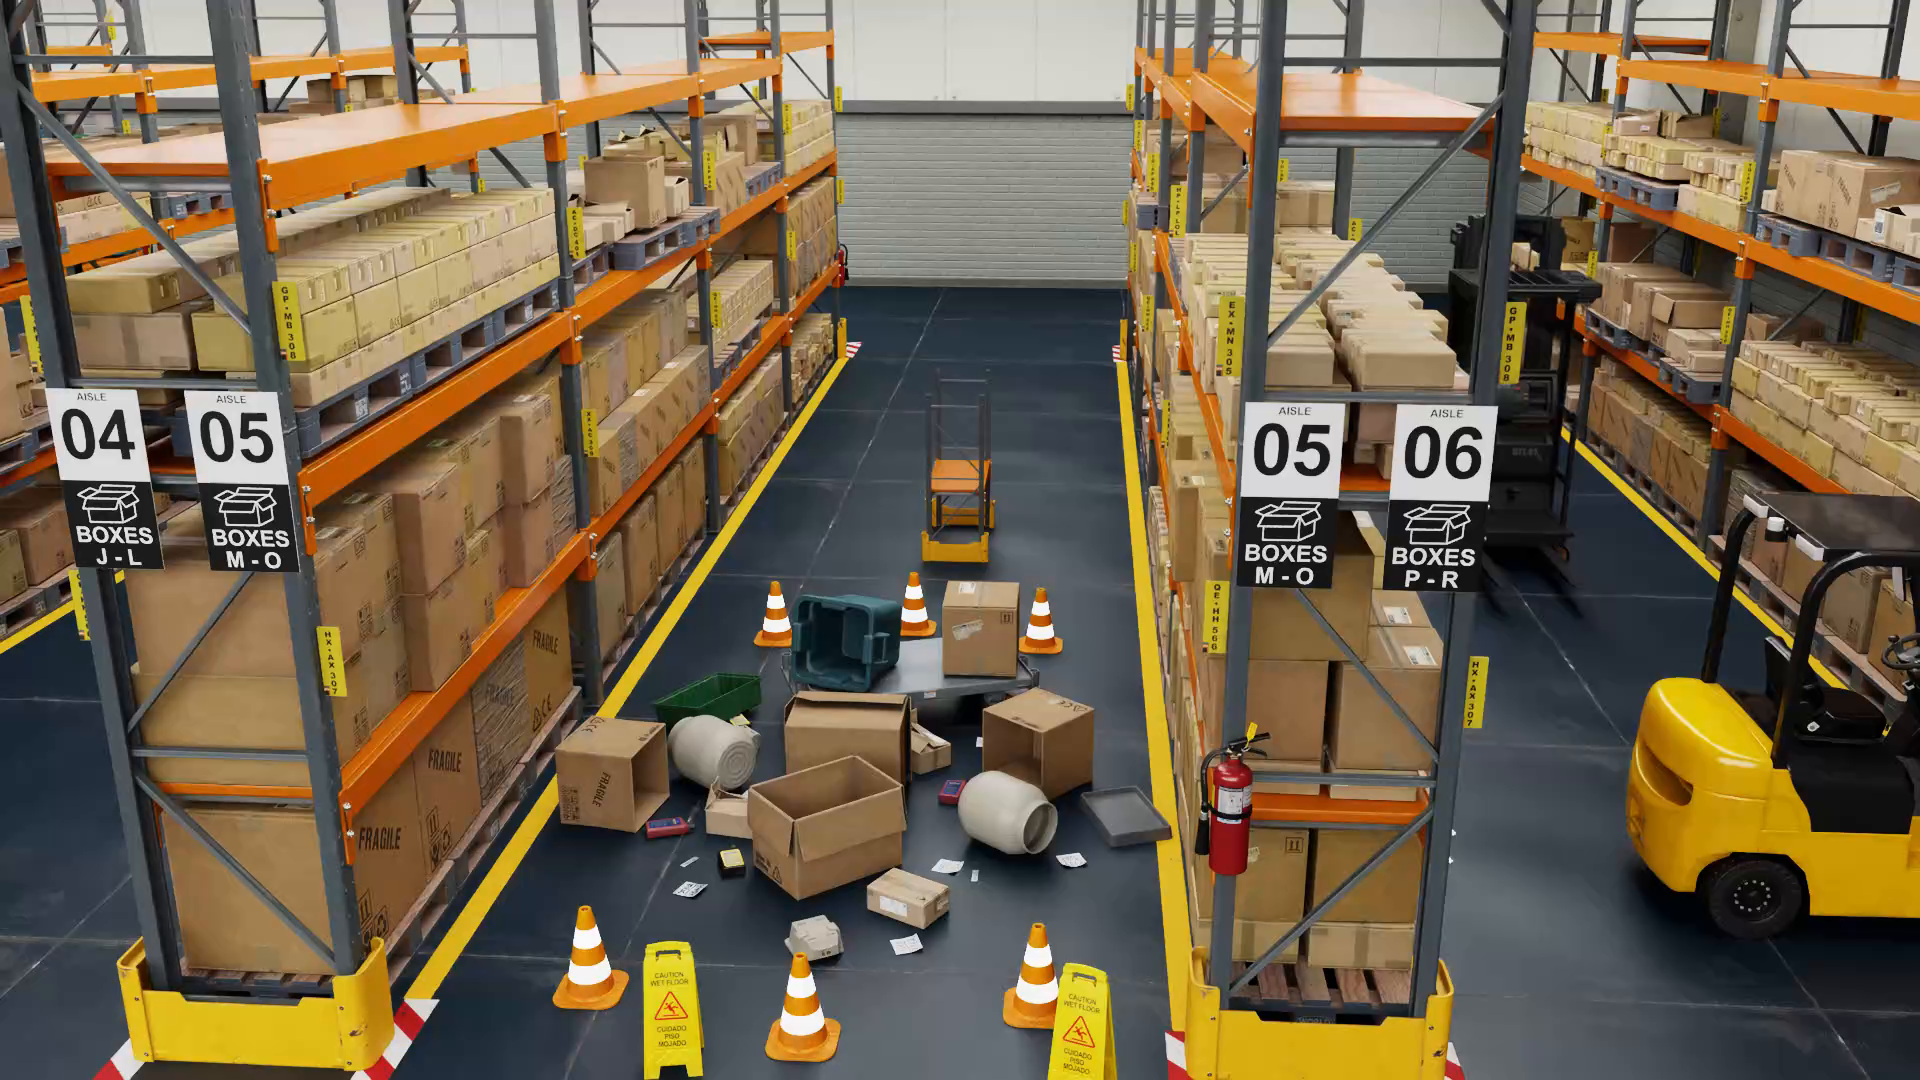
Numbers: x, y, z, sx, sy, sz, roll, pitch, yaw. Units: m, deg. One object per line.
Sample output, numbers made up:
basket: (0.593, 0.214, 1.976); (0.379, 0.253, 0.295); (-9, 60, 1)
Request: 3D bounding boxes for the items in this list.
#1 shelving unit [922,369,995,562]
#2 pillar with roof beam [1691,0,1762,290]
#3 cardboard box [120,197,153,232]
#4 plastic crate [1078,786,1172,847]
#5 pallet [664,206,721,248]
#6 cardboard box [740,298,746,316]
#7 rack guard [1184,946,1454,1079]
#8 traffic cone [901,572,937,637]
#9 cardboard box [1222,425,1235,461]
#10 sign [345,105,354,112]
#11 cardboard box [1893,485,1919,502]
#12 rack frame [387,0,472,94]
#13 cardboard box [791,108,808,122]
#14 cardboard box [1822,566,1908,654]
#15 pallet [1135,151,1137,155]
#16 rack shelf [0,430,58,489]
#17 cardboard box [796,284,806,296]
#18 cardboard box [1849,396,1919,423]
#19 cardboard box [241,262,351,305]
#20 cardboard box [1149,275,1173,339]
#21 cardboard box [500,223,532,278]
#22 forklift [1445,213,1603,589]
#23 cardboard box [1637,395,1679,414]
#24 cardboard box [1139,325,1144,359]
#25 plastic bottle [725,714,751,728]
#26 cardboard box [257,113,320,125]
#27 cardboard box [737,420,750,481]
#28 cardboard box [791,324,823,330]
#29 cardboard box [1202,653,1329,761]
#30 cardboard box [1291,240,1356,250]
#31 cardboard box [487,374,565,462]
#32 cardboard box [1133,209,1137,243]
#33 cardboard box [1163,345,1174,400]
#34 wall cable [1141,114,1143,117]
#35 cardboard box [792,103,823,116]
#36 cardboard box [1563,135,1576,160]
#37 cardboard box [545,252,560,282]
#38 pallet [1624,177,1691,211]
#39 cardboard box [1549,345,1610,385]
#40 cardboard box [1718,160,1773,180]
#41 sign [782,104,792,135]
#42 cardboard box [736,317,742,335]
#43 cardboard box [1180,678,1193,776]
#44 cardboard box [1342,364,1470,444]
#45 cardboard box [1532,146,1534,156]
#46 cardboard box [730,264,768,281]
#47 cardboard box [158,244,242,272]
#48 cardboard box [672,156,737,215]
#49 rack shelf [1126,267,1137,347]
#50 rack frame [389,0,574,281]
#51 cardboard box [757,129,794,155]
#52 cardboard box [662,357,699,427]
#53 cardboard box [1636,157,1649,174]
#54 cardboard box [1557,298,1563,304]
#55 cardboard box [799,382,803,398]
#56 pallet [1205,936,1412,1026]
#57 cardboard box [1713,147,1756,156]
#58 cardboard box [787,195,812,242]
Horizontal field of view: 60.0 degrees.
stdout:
shelving unit: (-0.005, -0.689, 14.944); (0.587, 1.500, 1.083); (1, 18, 4)
pillar with roof beam: (4.105, -5.713, 18.233); (9.100, 9.000, 0.400); (1, 18, 4)
cardboard box: (-7.462, -2.860, 14.583); (0.500, 0.250, 0.500); (1, 18, 4)
plastic crate: (0.995, 1.662, 10.050); (0.402, 0.080, 0.583); (-5, 19, -15)
pallet: (-2.725, -2.651, 14.009); (1.213, 0.211, 1.003); (2, 18, 6)
cardboard box: (-2.391, -2.367, 16.909); (0.380, 0.149, 0.250); (2, 18, 6)
rack guard: (1.644, 2.212, 7.698); (1.175, 0.500, 0.348); (1, 18, 4)
traffic cone: (-0.358, 0.482, 13.036); (0.336, 0.463, 0.334); (1, 18, 4)
cardboard box: (1.371, -0.454, 7.404); (0.380, 0.149, 0.250); (1, 18, 4)
sign: (-6.843, -4.712, 18.661); (0.100, 0.325, 0.005); (1, 18, 4)
cardboard box: (6.652, -0.176, 11.212); (0.500, 0.250, 0.500); (2, 18, 5)
rack frame: (-7.099, -6.994, 22.143); (1.000, 3.000, 0.127); (1, 18, 4)
cardboard box: (-2.035, -5.114, 20.019); (0.380, 0.149, 0.250); (1, 18, 2)
cardboard box: (6.966, 0.440, 12.228); (0.875, 0.625, 0.625); (1, 18, 3)
pallet: (2.743, -5.075, 21.245); (1.003, 0.211, 1.213); (1, 18, 4)
rack shelf: (-7.815, -0.695, 13.710); (1.077, 0.370, 4.000); (1, 18, 4)
cardboard box: (-2.079, -3.047, 20.135); (0.380, 0.149, 0.250); (2, 18, 5)
cardboard box: (6.742, -0.950, 12.129); (0.380, 0.149, 0.250); (1, 18, 4)
cardboard box: (-2.945, -1.138, 7.377); (0.380, 0.149, 0.250); (1, 18, 4)
cardboard box: (1.989, -2.126, 15.156); (0.500, 0.500, 0.500); (1, 18, 2)
cardboard box: (-2.835, -1.701, 9.735); (0.500, 0.250, 0.500); (1, 18, 4)
forklift: (4.765, -1.267, 14.410); (1.130, 2.935, 3.031); (1, 18, 3)
cardboard box: (7.128, -1.377, 16.935); (0.380, 0.149, 0.250); (2, 18, 6)
cardboard box: (2.071, -2.003, 16.786); (0.500, 0.250, 0.500); (1, 18, 3)
plastic bottle: (-1.533, 1.242, 11.362); (0.133, 0.061, 0.283); (-9, 20, -25)
cardboard box: (-7.417, -4.393, 18.187); (0.700, 0.500, 0.500); (2, 18, 5)
cardboard box: (-2.394, -0.898, 16.514); (0.500, 0.500, 0.500); (1, 18, 5)
cardboard box: (-1.993, -2.719, 21.681); (0.380, 0.149, 0.250); (1, 18, 2)
cardboard box: (1.403, 0.684, 7.708); (0.500, 0.500, 0.500); (1, 18, 3)
cardboard box: (2.179, -1.694, 9.909); (0.380, 0.149, 0.250); (1, 18, 3)
cardboard box: (-3.080, -0.745, 10.730); (0.875, 0.550, 0.550); (1, 18, 4)
cardboard box: (2.329, -3.671, 19.869); (0.500, 0.500, 0.500); (2, 18, 5)
cardboard box: (1.844, -1.209, 12.809); (0.500, 0.500, 0.500); (1, 18, 2)
wall cable: (3.167, -6.171, 27.585); (0.585, 1.953, 0.123); (1, 18, 4)
cardboard box: (-1.933, -5.434, 20.996); (0.380, 0.149, 0.250); (2, 18, 5)
cardboard box: (7.310, -4.541, 19.238); (0.500, 0.250, 0.500); (2, 18, 5)
cardboard box: (-2.726, -1.707, 10.393); (0.380, 0.149, 0.250); (1, 18, 4)
pallet: (7.262, -3.383, 16.241); (1.213, 0.211, 1.003); (1, 18, 4)
cardboard box: (7.424, -2.049, 20.026); (0.700, 0.500, 0.500); (1, 18, 2)
cardboard box: (6.986, -3.289, 14.776); (0.380, 0.149, 0.250); (1, 18, 2)
sign: (-1.892, -4.606, 18.209); (0.100, 0.325, 0.005); (1, 18, 4)
cardboard box: (-2.406, -2.143, 16.701); (0.380, 0.149, 0.250); (2, 18, 5)
cardboard box: (1.549, 1.061, 9.733); (0.500, 0.500, 0.500); (2, 18, 7)
cardboard box: (1.941, -0.598, 7.205); (0.500, 0.250, 0.500); (1, 18, 3)
cardboard box: (7.490, -4.942, 21.103); (0.380, 0.149, 0.250); (2, 18, 5)
cardboard box: (-2.298, -2.909, 18.084); (0.380, 0.149, 0.250); (1, 18, 2)
cardboard box: (-3.565, -1.314, 7.912); (0.380, 0.149, 0.250); (2, 18, 5)
cardboard box: (-2.397, -3.316, 15.575); (0.500, 0.500, 0.500); (1, 18, 4)
rack shelf: (2.643, -2.959, 20.618); (1.077, 0.370, 4.000); (1, 18, 4)
rack frame: (-3.019, -3.125, 10.335); (1.000, 3.000, 0.127); (1, 18, 4)
cardboard box: (-2.172, -4.495, 18.770); (0.500, 0.250, 0.500); (2, 18, 6)
cardboard box: (-2.534, -1.263, 14.127); (0.500, 0.500, 0.500); (1, 18, 4)
cardboard box: (6.961, -3.722, 16.542); (0.380, 0.149, 0.250); (1, 18, 3)
cardboard box: (7.249, -2.879, 19.621); (0.380, 0.149, 0.250); (1, 18, 3)
cardboard box: (-2.080, -1.792, 19.806); (0.380, 0.149, 0.250); (2, 18, 6)
pallet: (1.738, 2.097, 8.510); (1.003, 0.211, 1.213); (1, 18, 4)
cardboard box: (7.461, -3.689, 15.966); (0.380, 0.149, 0.250); (2, 18, 5)
cardboard box: (-2.081, -3.875, 20.013); (0.500, 0.500, 0.500); (2, 18, 5)
